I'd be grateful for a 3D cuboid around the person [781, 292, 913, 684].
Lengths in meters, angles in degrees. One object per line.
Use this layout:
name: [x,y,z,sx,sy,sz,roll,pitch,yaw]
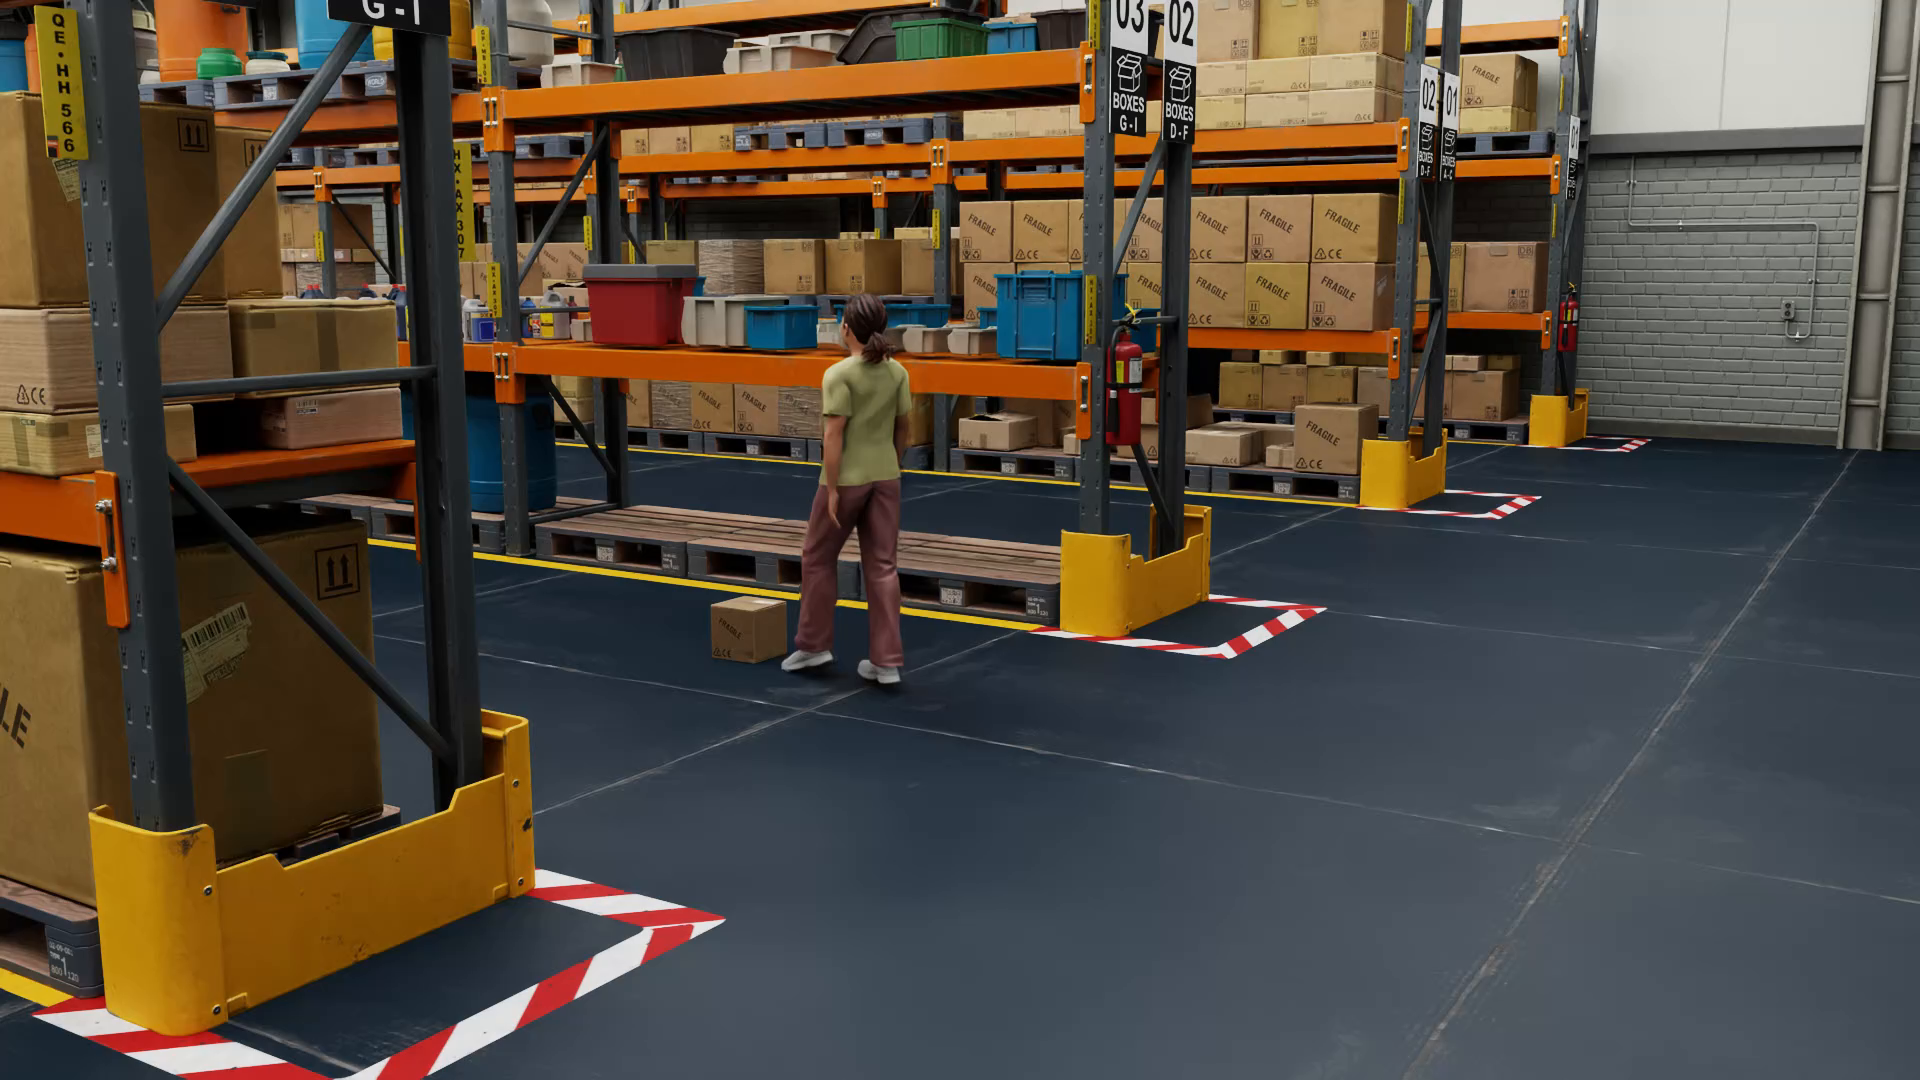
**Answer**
person: [-0.465,-0.217,7.193,0.461,1.693,0.694,-5,11,-30]
